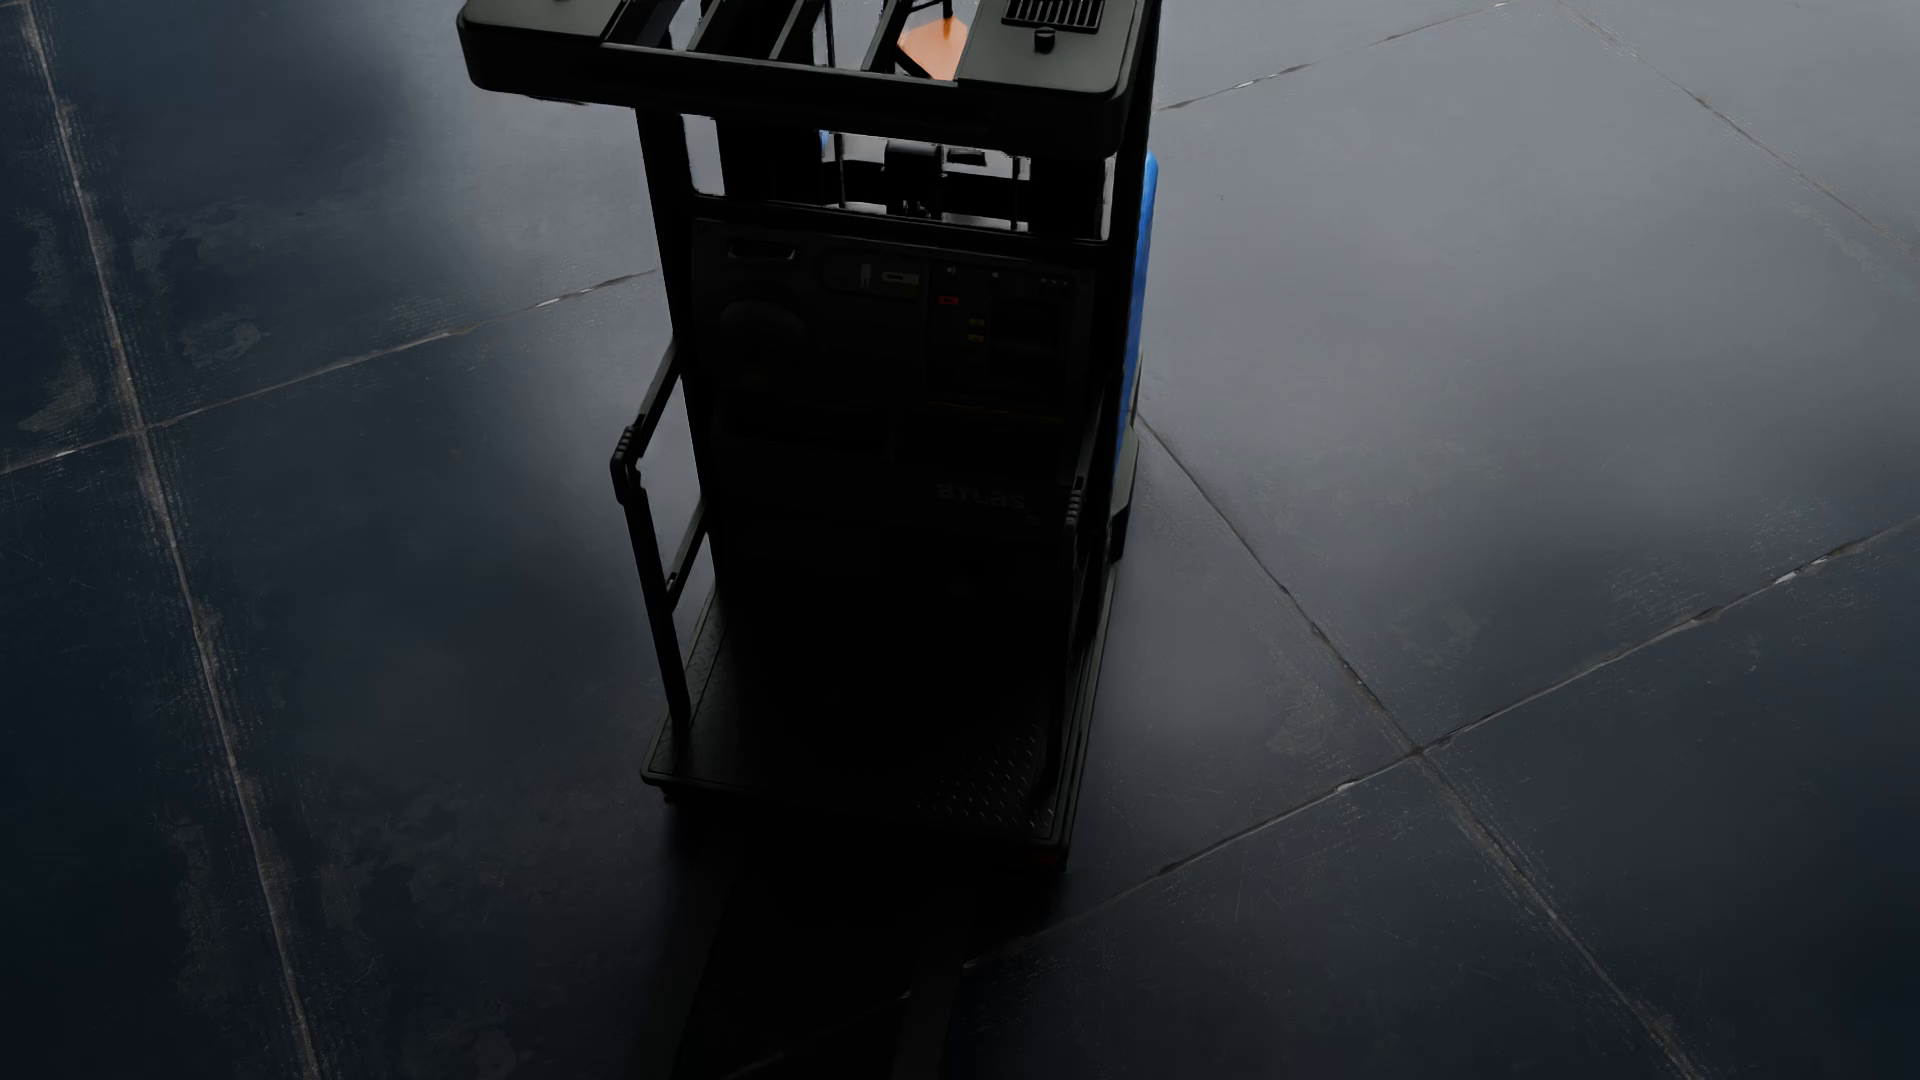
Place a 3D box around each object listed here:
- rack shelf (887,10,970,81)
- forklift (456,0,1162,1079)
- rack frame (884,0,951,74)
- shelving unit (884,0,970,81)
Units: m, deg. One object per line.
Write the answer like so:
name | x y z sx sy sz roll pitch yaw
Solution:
rack shelf | 0.003 -1.443 5.193 0.258 0.148 0.480 -26 54 -21
forklift | -0.199 -0.399 3.652 1.130 2.935 3.031 8 49 7
rack frame | -0.132 -1.338 5.622 0.240 1.200 0.015 -26 54 -21
shelving unit | 0.003 -1.184 5.488 0.258 1.200 0.503 -26 54 -21
